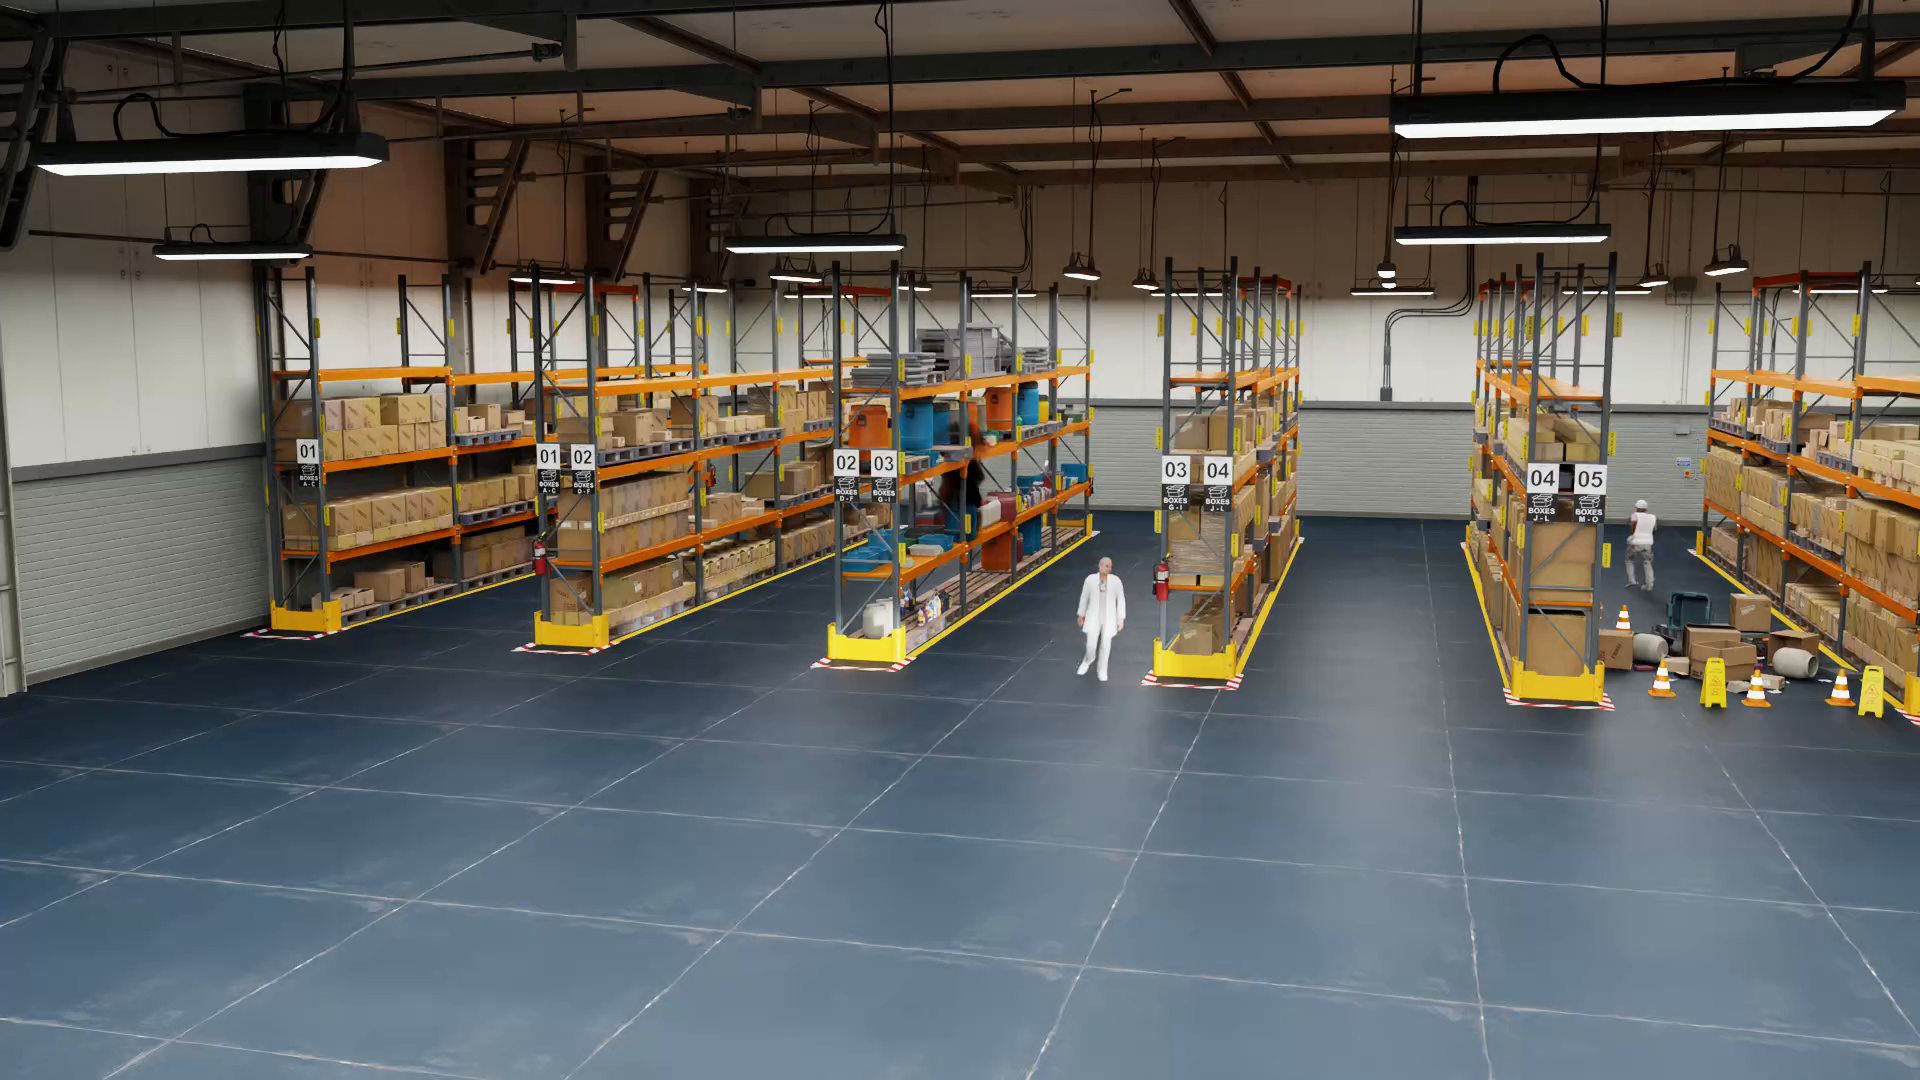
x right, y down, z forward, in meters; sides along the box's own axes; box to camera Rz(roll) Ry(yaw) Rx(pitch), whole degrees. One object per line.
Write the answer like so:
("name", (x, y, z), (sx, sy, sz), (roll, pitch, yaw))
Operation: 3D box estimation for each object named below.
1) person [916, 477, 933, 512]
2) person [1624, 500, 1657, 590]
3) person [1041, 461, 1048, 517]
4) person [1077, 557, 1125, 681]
("person", (-0.909, -1.167, 42.068), (0.579, 1.740, 0.831), (-2, 8, -15))
("person", (13.031, 0.105, 31.806), (0.632, 1.724, 0.976), (0, 7, 3))
("person", (2.136, -1.121, 41.626), (0.865, 1.734, 0.722), (3, 8, 19))
("person", (2.007, 1.116, 23.684), (0.655, 1.772, 0.577), (0, 7, -1))
